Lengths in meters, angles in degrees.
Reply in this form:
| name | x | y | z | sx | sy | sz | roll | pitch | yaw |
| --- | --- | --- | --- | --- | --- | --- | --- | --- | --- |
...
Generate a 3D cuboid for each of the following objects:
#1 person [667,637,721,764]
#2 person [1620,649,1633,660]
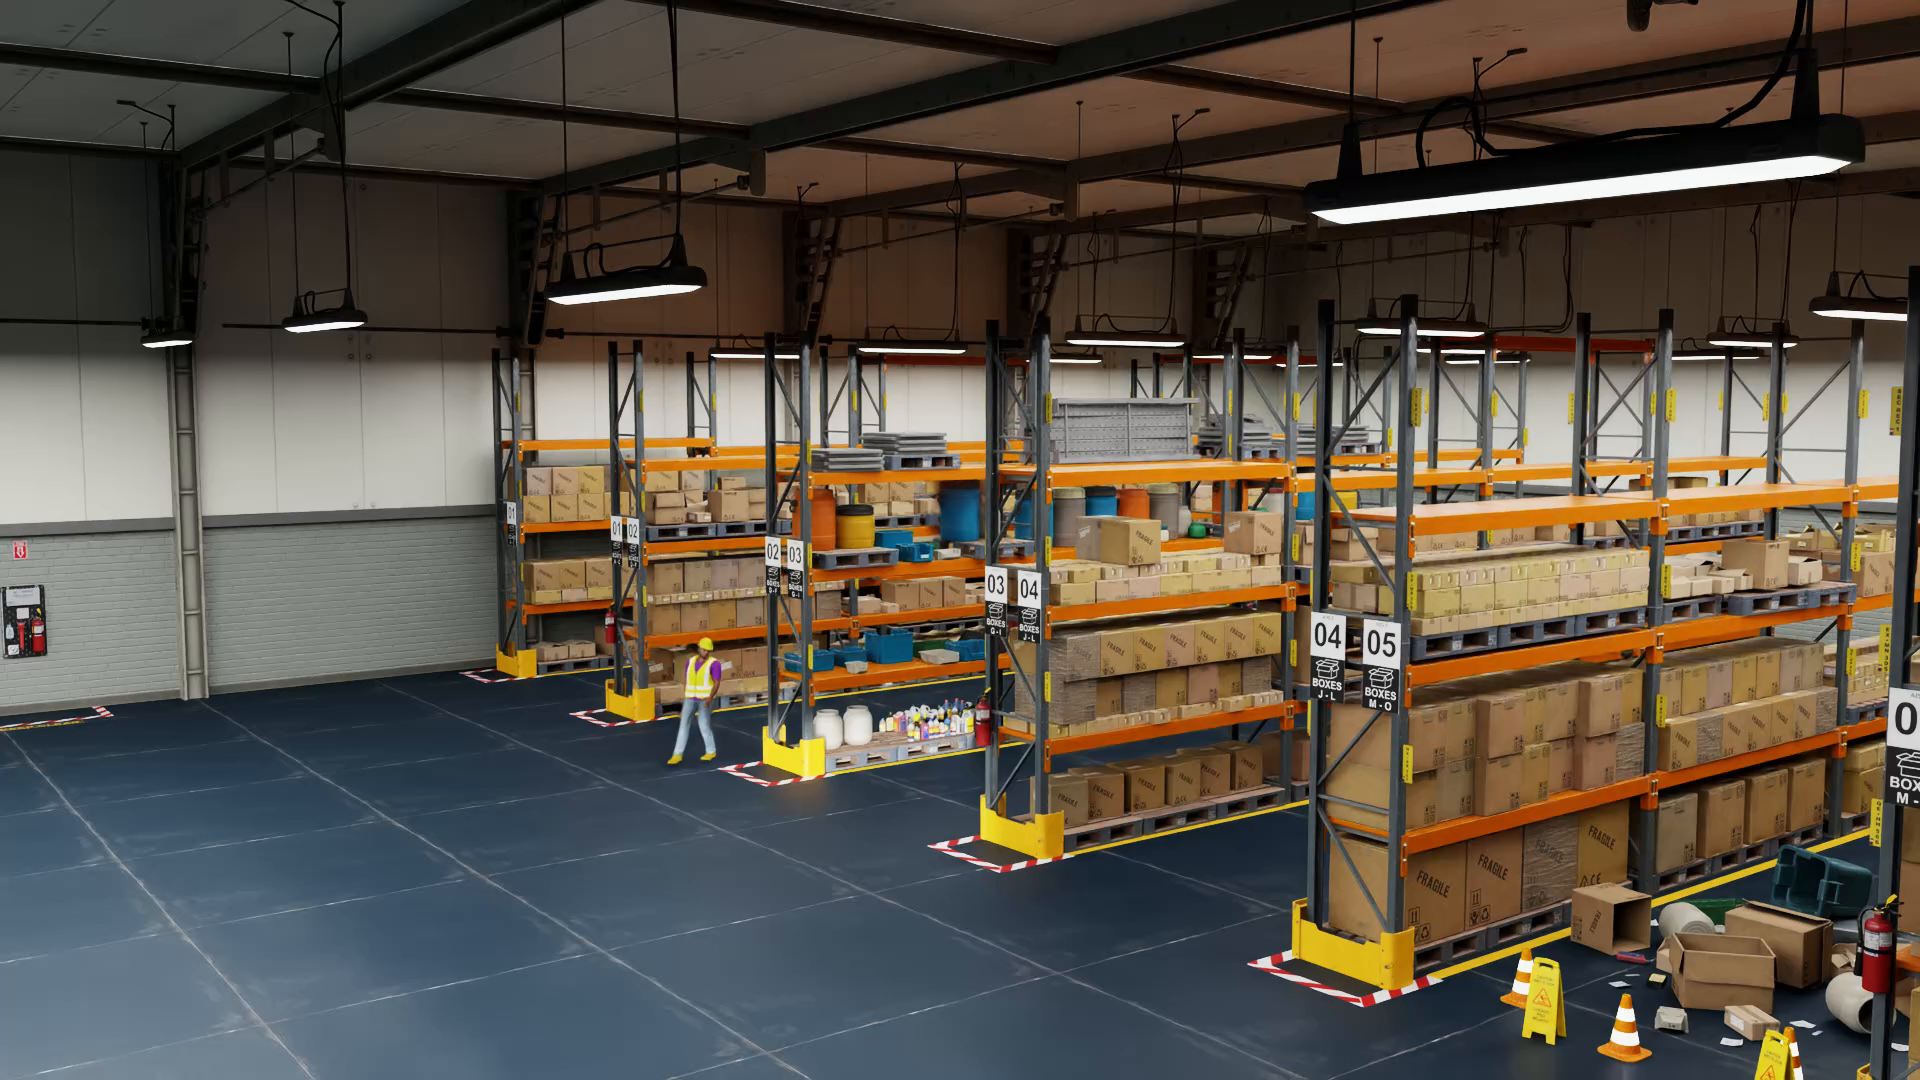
| name | x | y | z | sx | sy | sz | roll | pitch | yaw |
| --- | --- | --- | --- | --- | --- | --- | --- | --- | --- |
| person | -3.713 | 2.238 | 23.246 | 0.599 | 1.692 | 0.813 | 2 | 5 | 17 |
| person | 9.346 | 2.284 | 23.400 | 0.499 | 1.673 | 0.512 | -4 | 7 | -39 |
